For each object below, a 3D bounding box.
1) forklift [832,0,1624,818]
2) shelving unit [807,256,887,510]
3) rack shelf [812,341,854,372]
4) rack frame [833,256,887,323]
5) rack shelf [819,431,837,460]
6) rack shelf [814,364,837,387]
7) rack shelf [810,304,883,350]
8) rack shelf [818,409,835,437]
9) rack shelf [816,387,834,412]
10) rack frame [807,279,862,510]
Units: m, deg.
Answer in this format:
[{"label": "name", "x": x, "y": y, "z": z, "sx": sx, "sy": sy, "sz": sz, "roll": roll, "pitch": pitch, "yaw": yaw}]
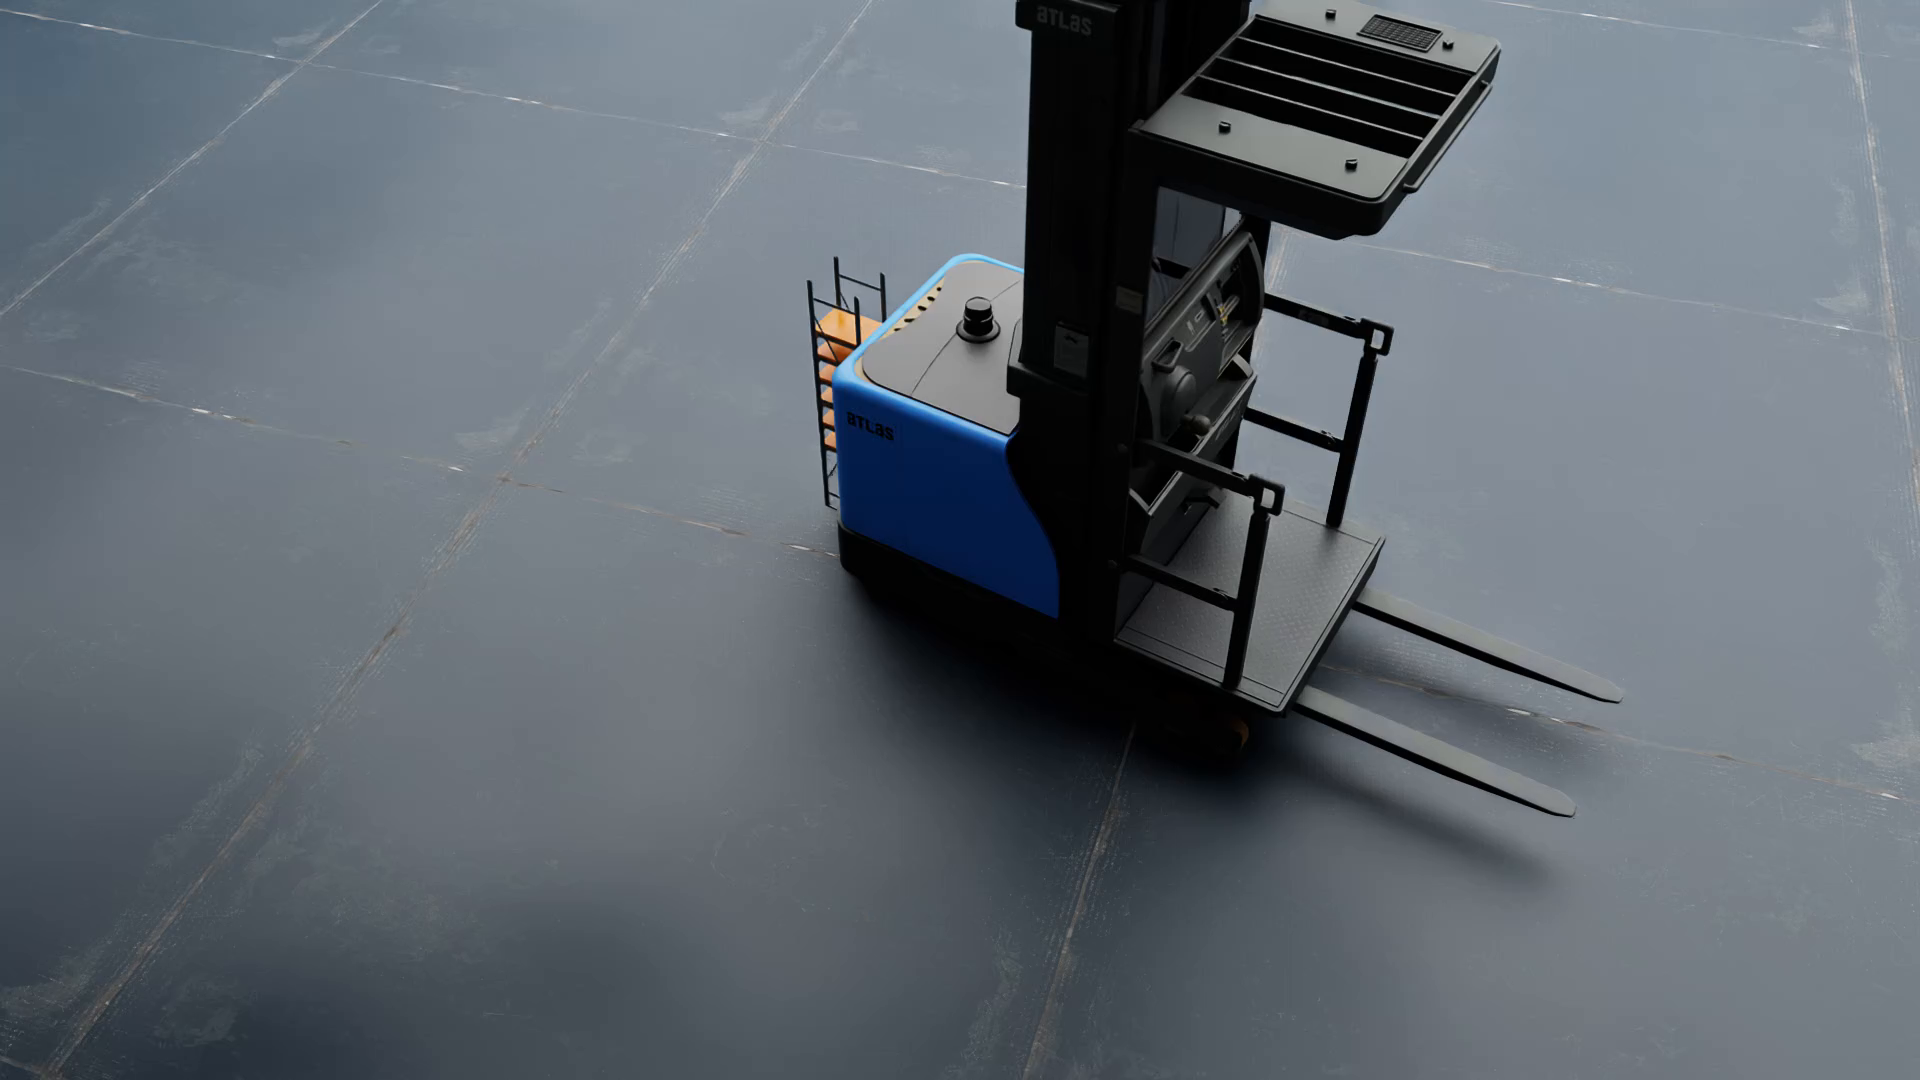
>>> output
[{"label": "forklift", "x": 1.026, "y": -0.662, "z": 5.730, "sx": 3.031, "sy": 2.935, "sz": 1.130, "roll": 23, "pitch": 49, "yaw": 22}, {"label": "shelving unit", "x": -0.442, "y": -0.595, "z": 6.898, "sx": 0.258, "sy": 1.200, "sz": 0.189, "roll": 23, "pitch": 49, "yaw": 22}, {"label": "rack shelf", "x": -0.443, "y": -0.735, "z": 6.762, "sx": 0.258, "sy": 0.103, "sz": 0.180, "roll": 23, "pitch": 49, "yaw": 22}, {"label": "rack frame", "x": -0.395, "y": -0.650, "z": 6.954, "sx": 0.240, "sy": 1.200, "sz": 0.006, "roll": 23, "pitch": 49, "yaw": 22}, {"label": "rack shelf", "x": -0.441, "y": -0.391, "z": 7.097, "sx": 0.258, "sy": 0.103, "sz": 0.180, "roll": 23, "pitch": 49, "yaw": 22}, {"label": "rack shelf", "x": -0.442, "y": -0.649, "z": 6.846, "sx": 0.258, "sy": 0.103, "sz": 0.180, "roll": 23, "pitch": 49, "yaw": 22}, {"label": "rack shelf", "x": -0.443, "y": -0.821, "z": 6.678, "sx": 0.258, "sy": 0.103, "sz": 0.180, "roll": 23, "pitch": 49, "yaw": 22}, {"label": "rack shelf", "x": -0.441, "y": -0.477, "z": 7.013, "sx": 0.258, "sy": 0.103, "sz": 0.180, "roll": 23, "pitch": 49, "yaw": 22}, {"label": "rack shelf", "x": -0.442, "y": -0.563, "z": 6.929, "sx": 0.258, "sy": 0.103, "sz": 0.180, "roll": 23, "pitch": 49, "yaw": 22}, {"label": "rack frame", "x": -0.489, "y": -0.540, "z": 6.842, "sx": 0.240, "sy": 1.200, "sz": 0.006, "roll": 23, "pitch": 49, "yaw": 22}]
